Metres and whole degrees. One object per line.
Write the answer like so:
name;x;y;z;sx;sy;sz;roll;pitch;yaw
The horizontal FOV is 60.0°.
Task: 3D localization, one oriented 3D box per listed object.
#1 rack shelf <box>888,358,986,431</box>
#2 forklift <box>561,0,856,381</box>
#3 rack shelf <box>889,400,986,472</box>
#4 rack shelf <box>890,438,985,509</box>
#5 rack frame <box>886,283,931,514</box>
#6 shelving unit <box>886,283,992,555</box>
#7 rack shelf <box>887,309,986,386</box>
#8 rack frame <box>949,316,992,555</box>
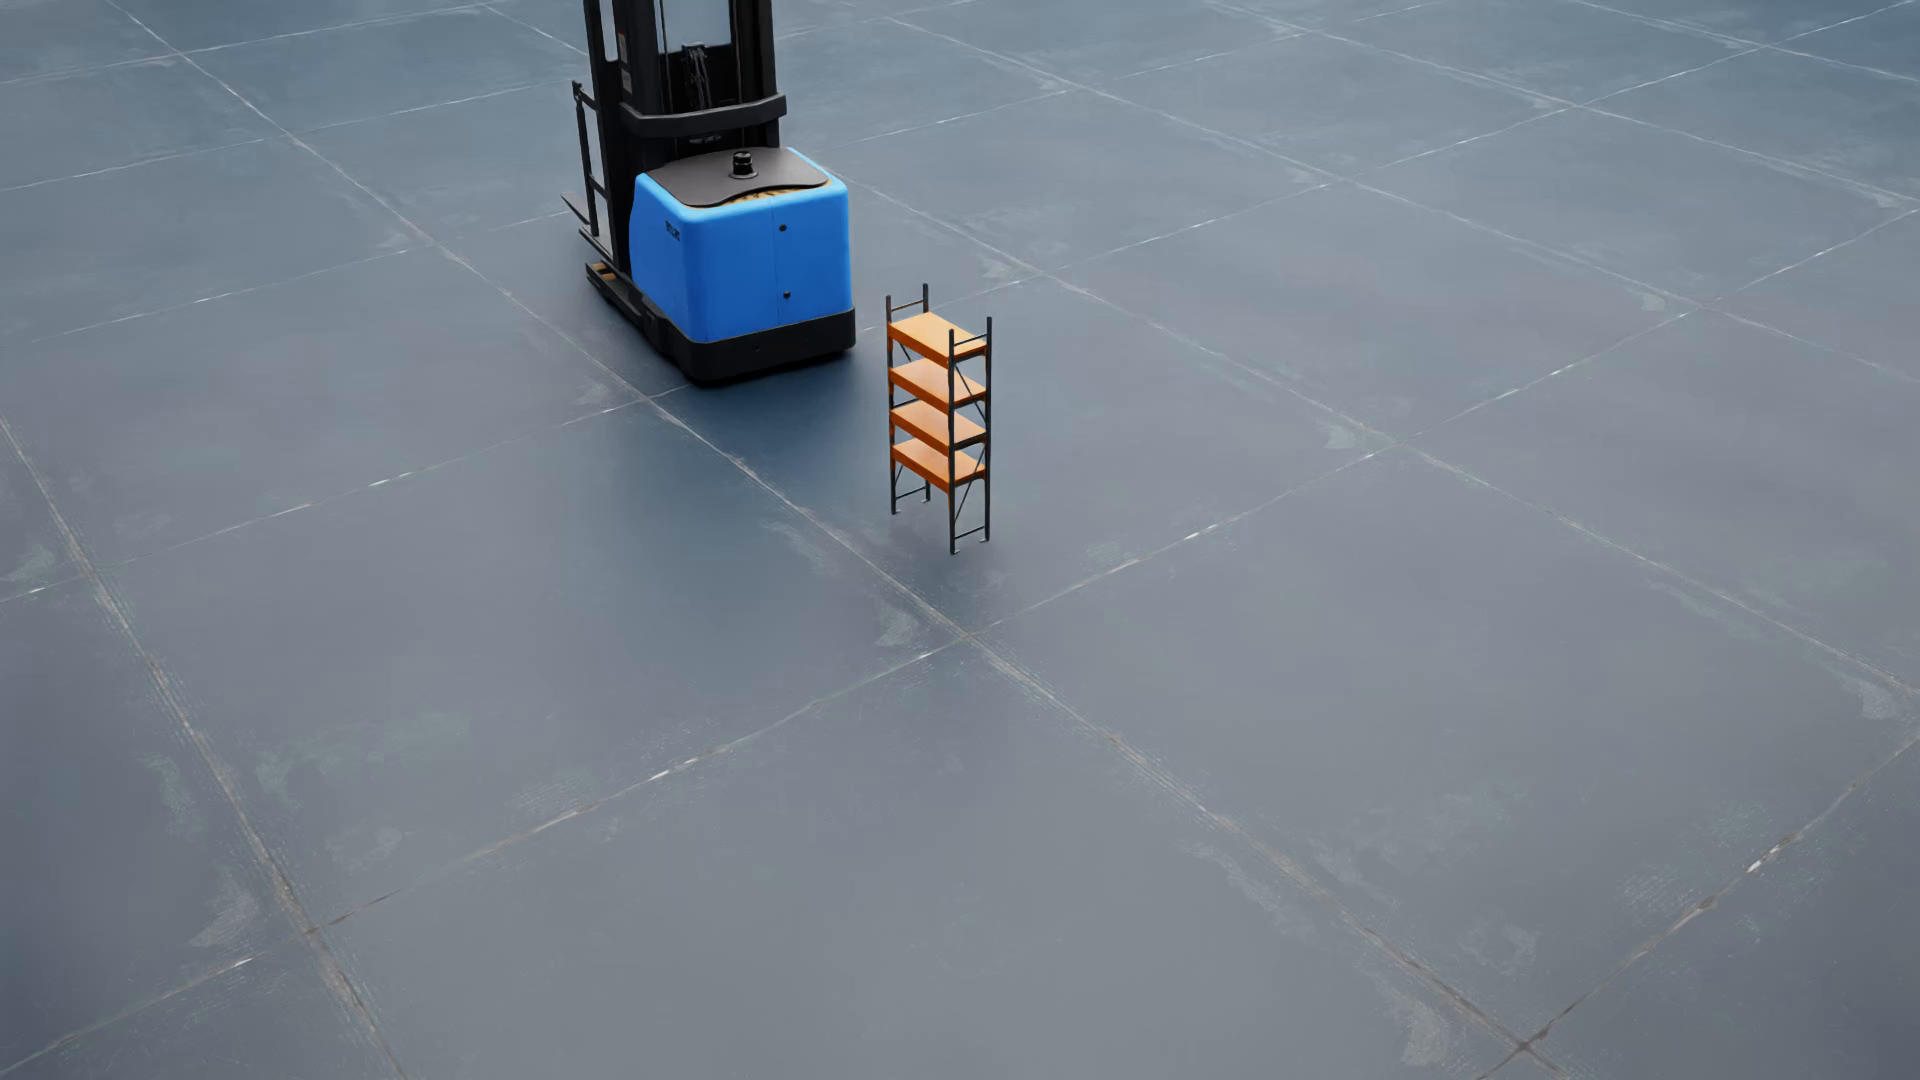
rack shelf;-0.102;-0.712;7.962;0.258;0.148;0.480;-22;38;-31
forklift;-1.791;-2.911;10.159;1.130;2.935;3.031;-17;36;-25
rack shelf;-0.102;-0.522;8.080;0.258;0.148;0.480;-22;38;-31
rack shelf;-0.102;-0.353;8.185;0.258;0.148;0.480;-22;38;-31
rack frame;-0.251;-0.680;8.208;0.240;1.200;0.015;-22;38;-31
shelving unit;-0.102;-0.579;8.045;0.258;1.200;0.503;-22;38;-31
rack shelf;-0.101;-0.913;7.837;0.258;0.148;0.480;-22;38;-31
rack frame;0.048;-0.477;7.881;0.240;1.200;0.015;-22;38;-31
